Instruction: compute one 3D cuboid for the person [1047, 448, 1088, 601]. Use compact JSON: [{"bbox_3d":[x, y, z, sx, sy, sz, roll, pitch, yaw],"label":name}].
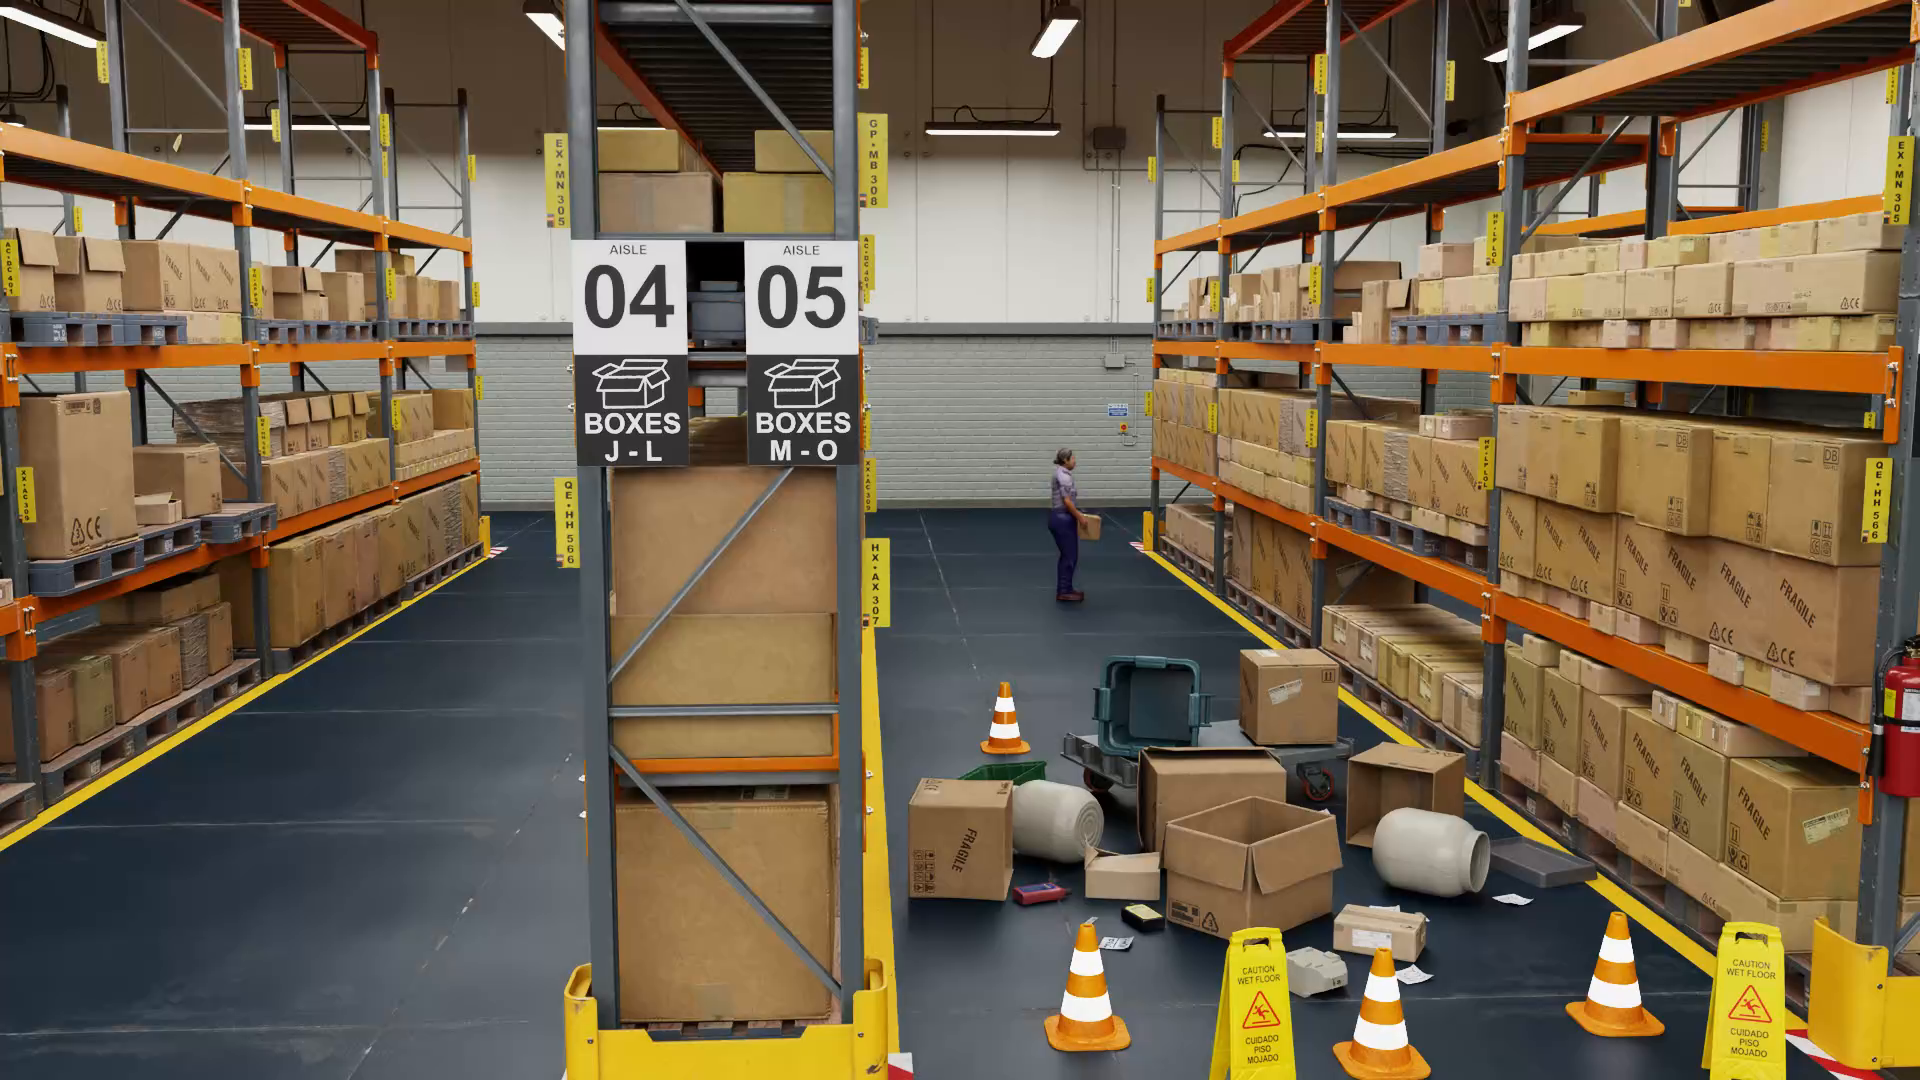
[{"bbox_3d":[1.179,-0.130,18.248,0.423,1.554,0.506,-1,7,-5],"label":"person"}]
